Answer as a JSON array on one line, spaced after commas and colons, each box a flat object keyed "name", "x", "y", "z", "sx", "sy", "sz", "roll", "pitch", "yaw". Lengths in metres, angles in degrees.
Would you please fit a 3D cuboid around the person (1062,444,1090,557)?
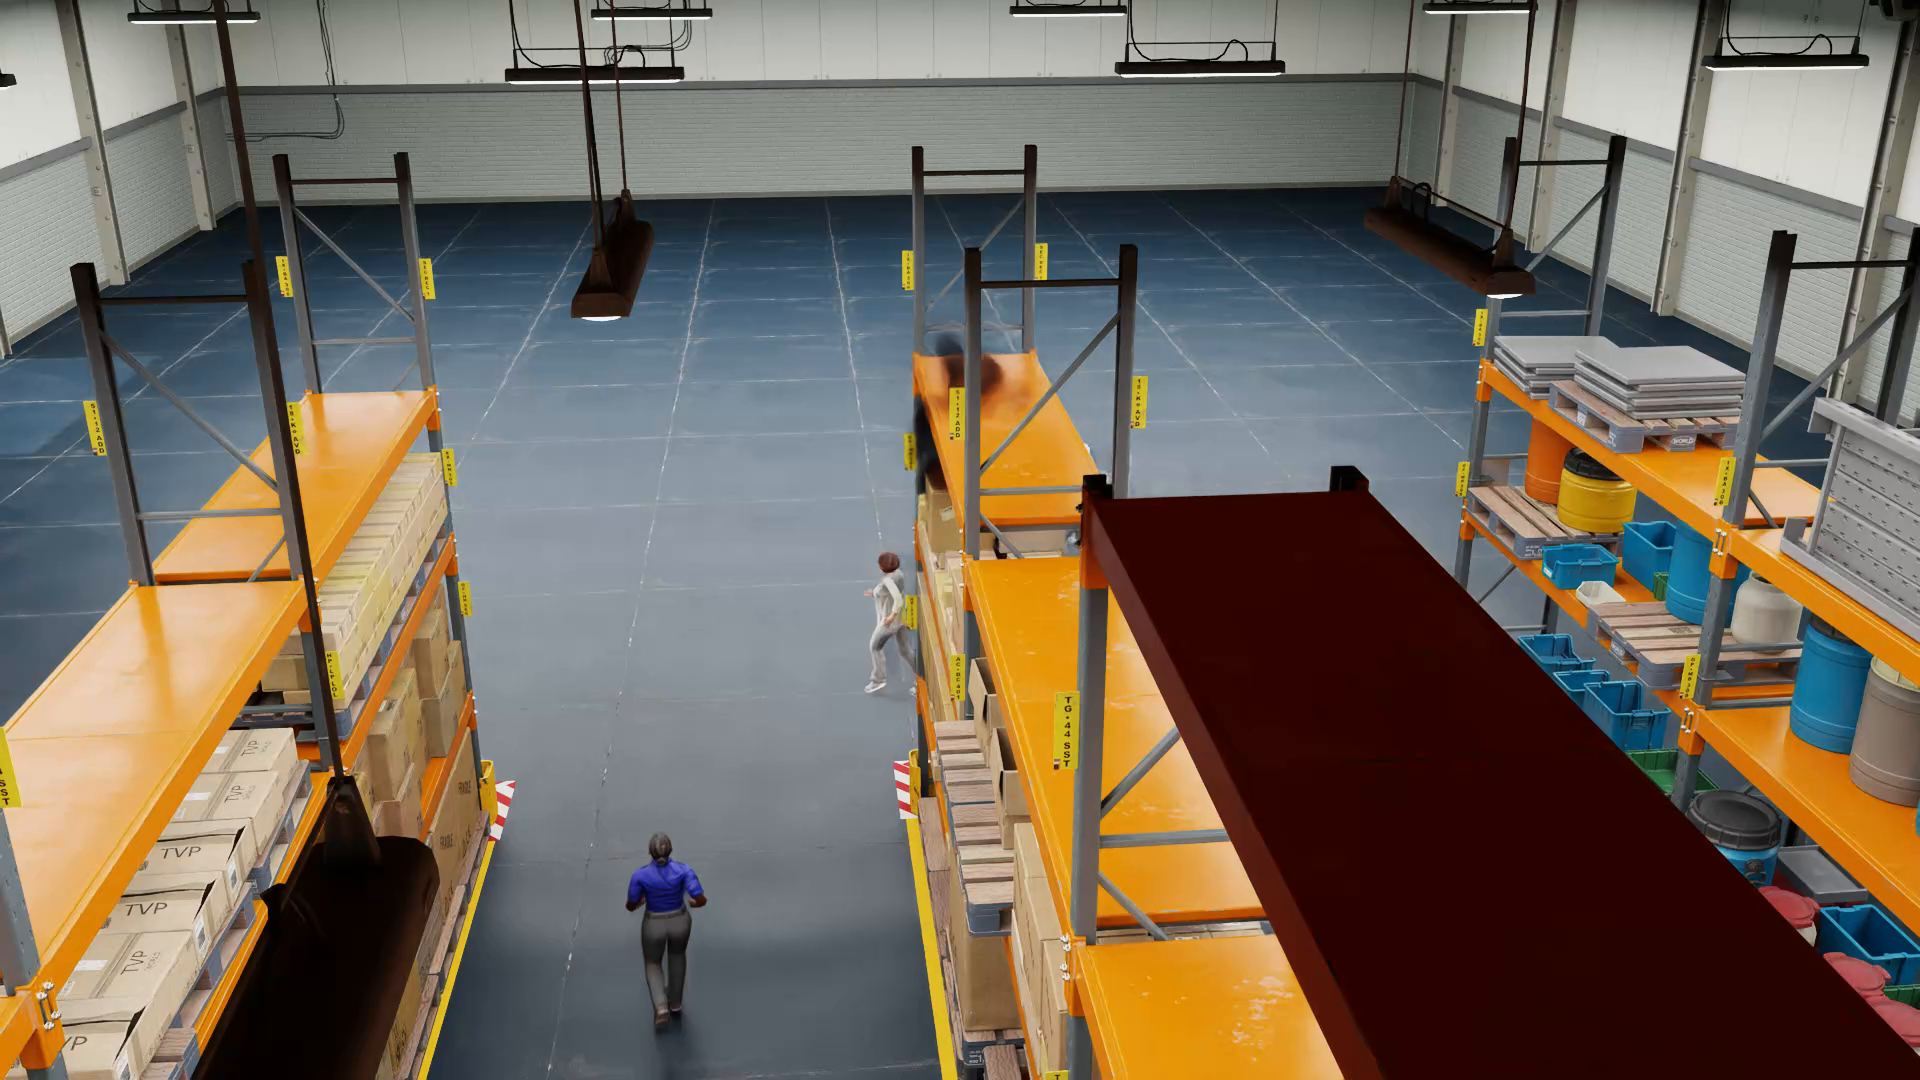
[{"name": "person", "x": 1.401, "y": -0.303, "z": 20.017, "sx": 0.729, "sy": 1.825, "sz": 0.649, "roll": 7, "pitch": 23, "yaw": 17}]

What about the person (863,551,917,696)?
[{"name": "person", "x": -0.657, "y": 0.890, "z": 17.205, "sx": 0.795, "sy": 1.629, "sz": 0.473, "roll": 13, "pitch": 25, "yaw": 30}]

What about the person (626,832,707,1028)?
[{"name": "person", "x": -2.150, "y": 2.860, "z": 12.245, "sx": 0.581, "sy": 1.596, "sz": 0.681, "roll": -5, "pitch": 22, "yaw": -13}]
